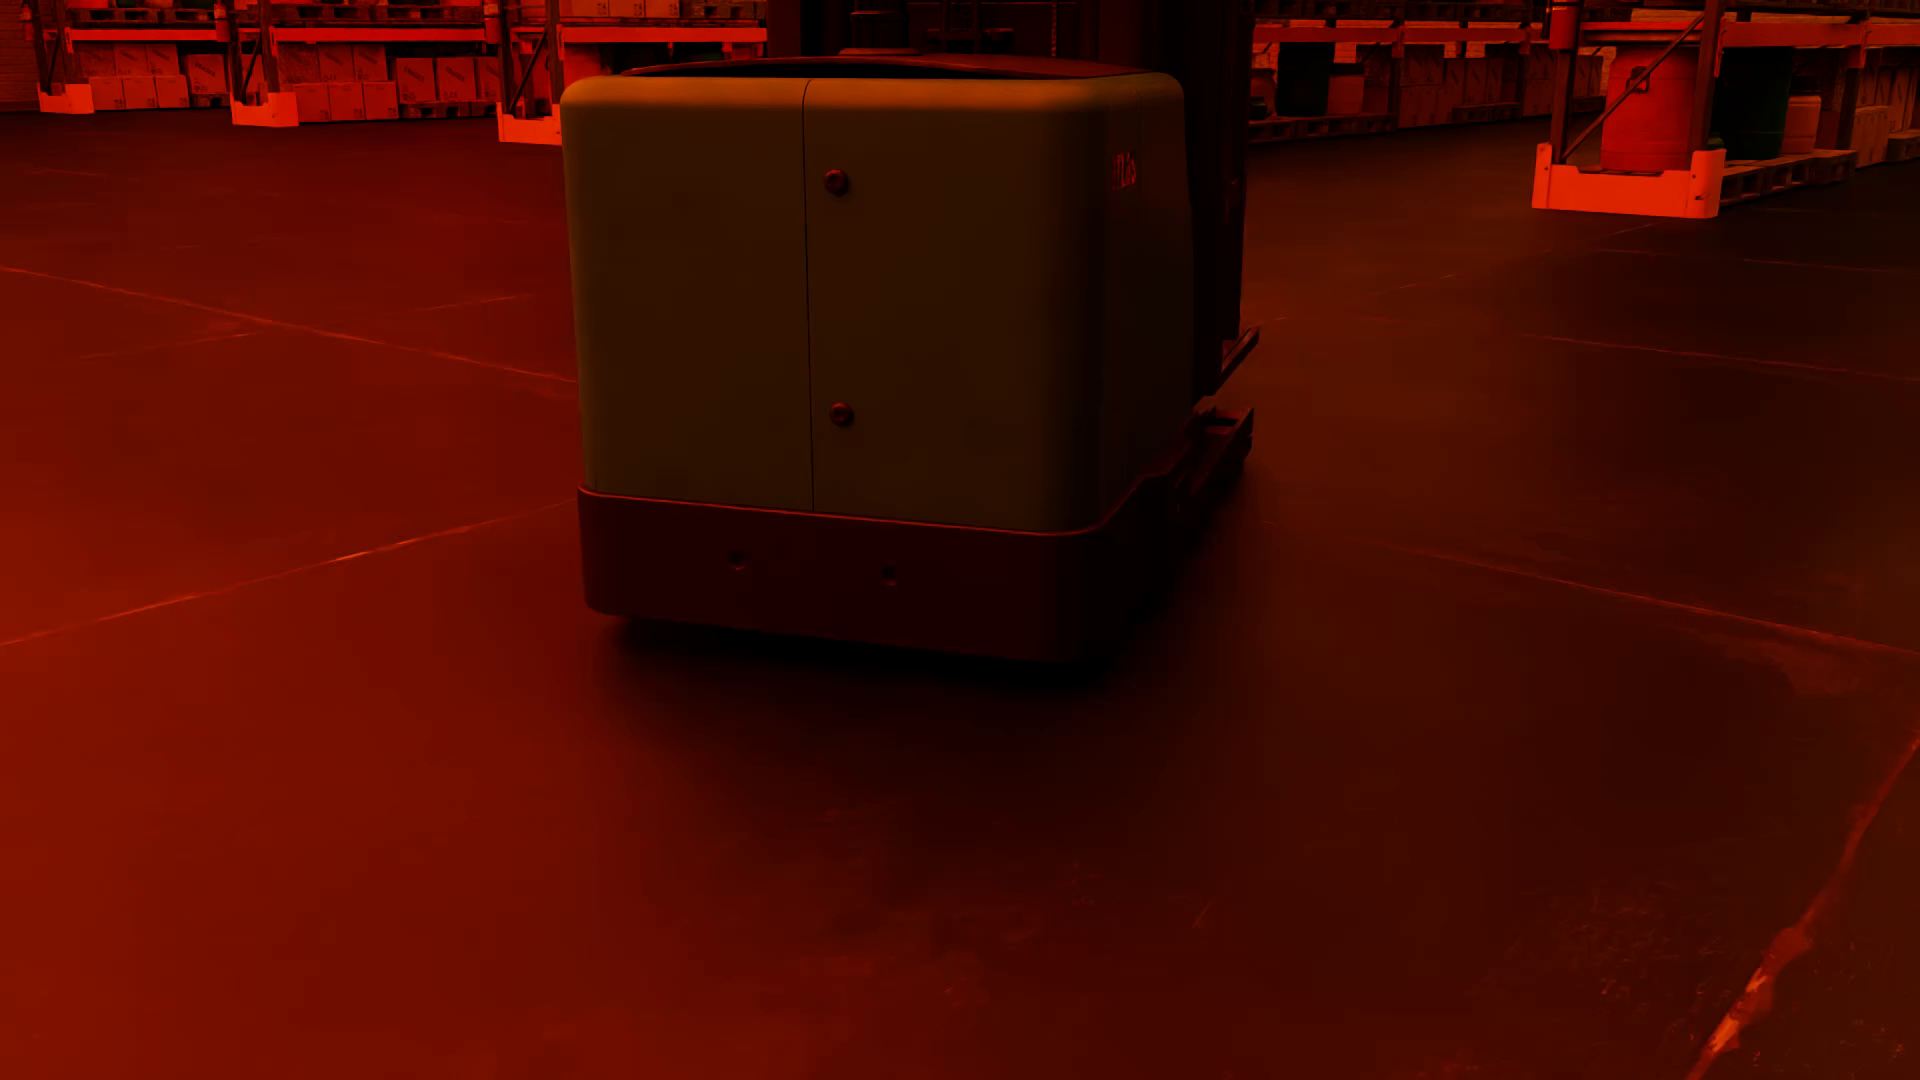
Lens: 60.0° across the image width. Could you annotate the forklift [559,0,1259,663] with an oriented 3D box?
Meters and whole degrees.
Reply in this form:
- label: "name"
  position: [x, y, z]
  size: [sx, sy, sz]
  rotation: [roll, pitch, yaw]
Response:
- label: "forklift"
  position: [0.182, -1.571, 4.072]
  size: [1.130, 2.935, 3.031]
  rotation: [5, 18, 17]
